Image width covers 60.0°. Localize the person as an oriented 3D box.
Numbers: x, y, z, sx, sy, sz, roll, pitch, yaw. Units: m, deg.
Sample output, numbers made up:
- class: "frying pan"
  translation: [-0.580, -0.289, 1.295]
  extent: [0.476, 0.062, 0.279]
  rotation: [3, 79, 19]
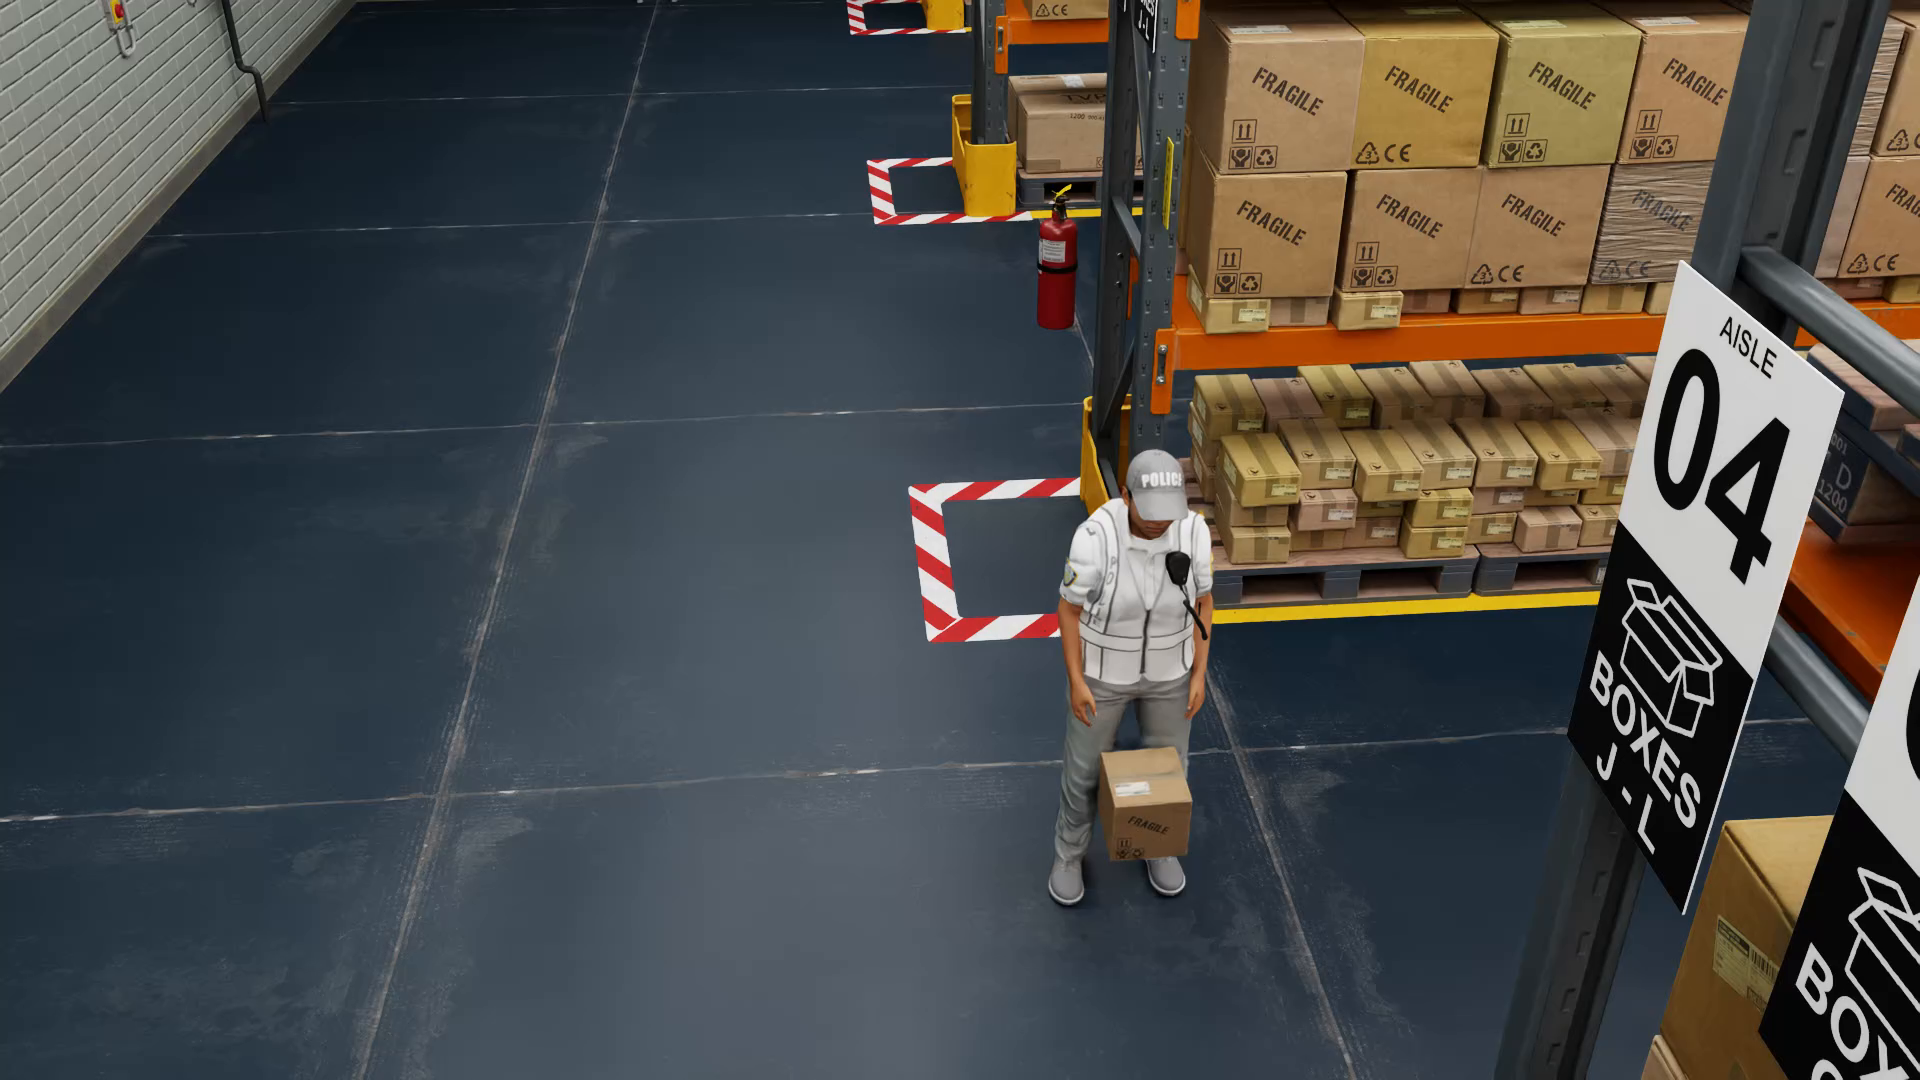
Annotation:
- class: "person"
  translation: [0.556, 0.436, 5.407]
  extent: [0.526, 1.670, 0.439]
  rotation: [-4, 31, -6]
